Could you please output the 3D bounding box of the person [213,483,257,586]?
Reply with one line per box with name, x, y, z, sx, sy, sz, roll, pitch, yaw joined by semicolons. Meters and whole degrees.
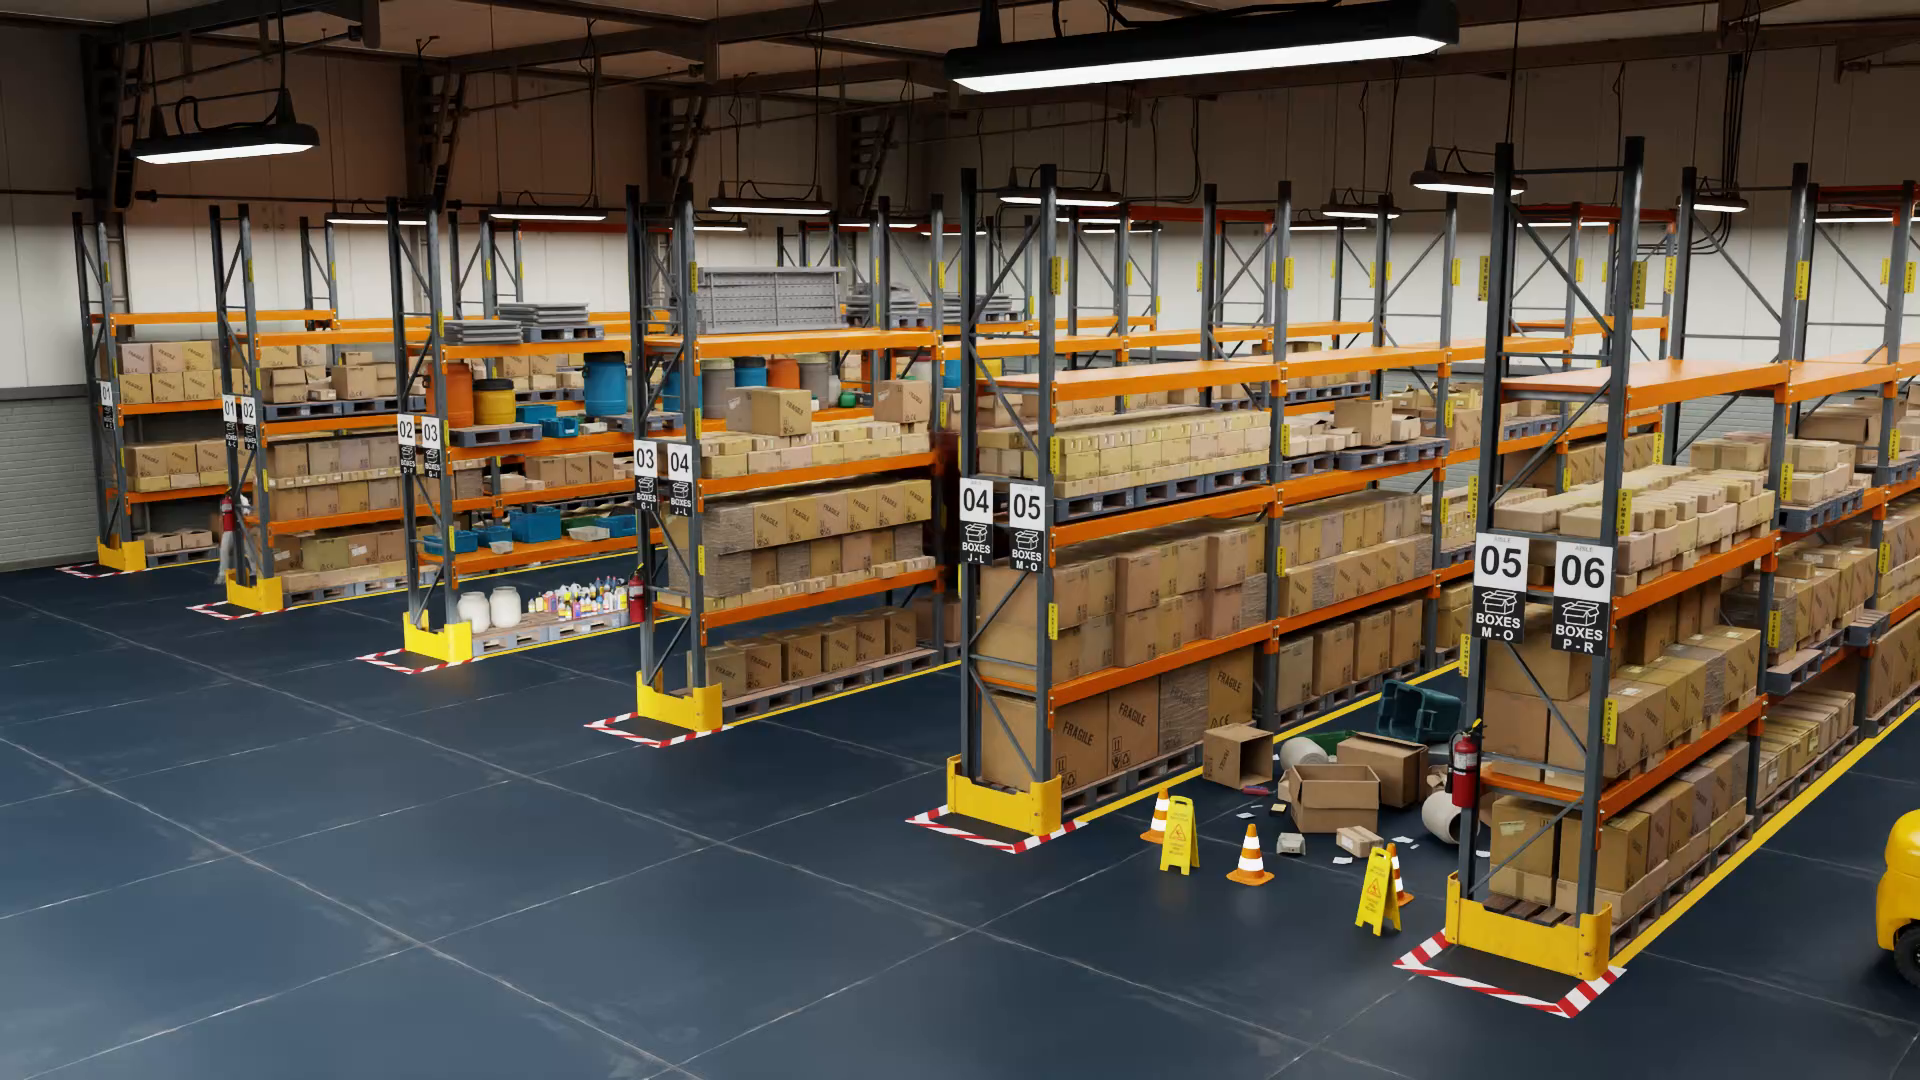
person;-11.866;-0.143;27.207;0.541;1.647;0.925;1;10;8
